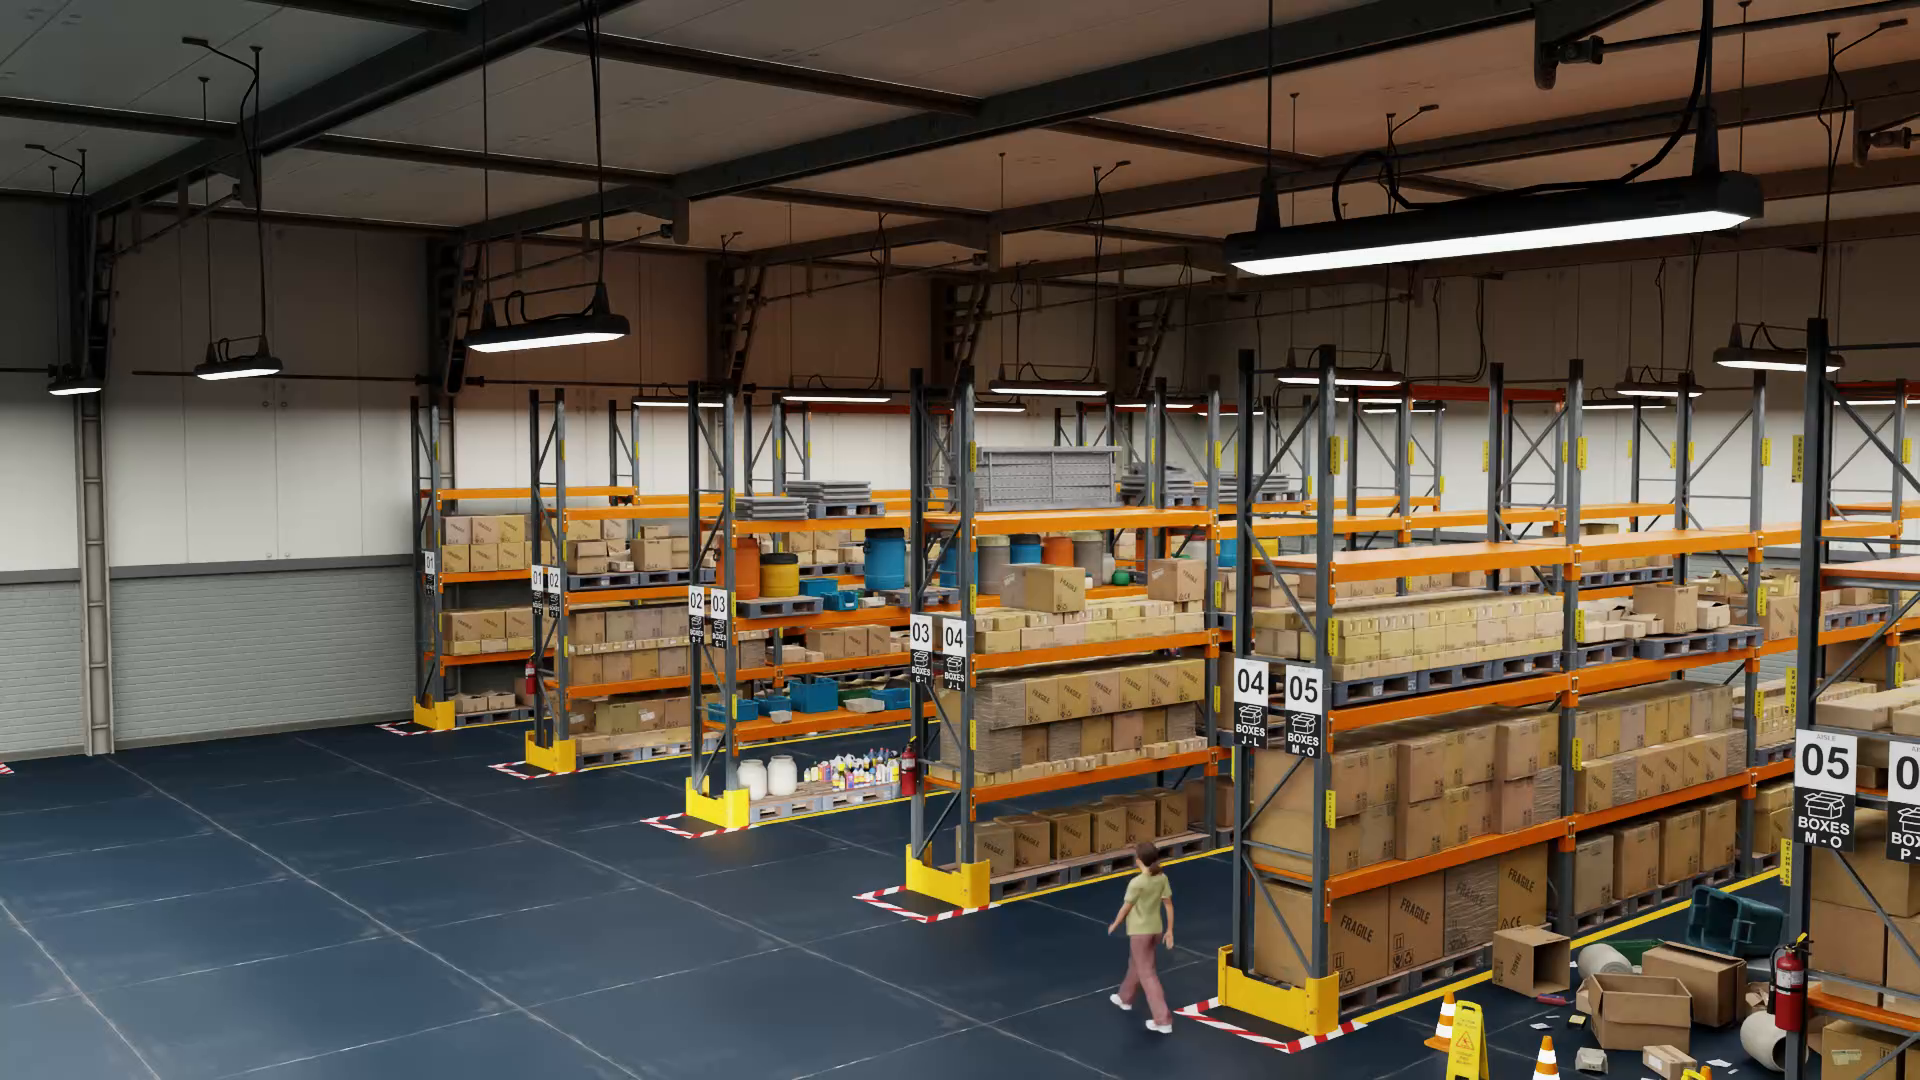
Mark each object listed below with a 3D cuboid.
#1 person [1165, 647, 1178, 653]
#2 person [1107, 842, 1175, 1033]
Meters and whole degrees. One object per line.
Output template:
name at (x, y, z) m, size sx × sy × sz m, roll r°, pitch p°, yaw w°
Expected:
person at (4.257, 2.345, 33.575) m, size 1.027 × 1.777 × 0.666 m, roll -3°, pitch 4°, yaw -39°
person at (1.559, 3.462, 14.714) m, size 0.907 × 1.636 × 0.515 m, roll 3°, pitch 4°, yaw 40°
